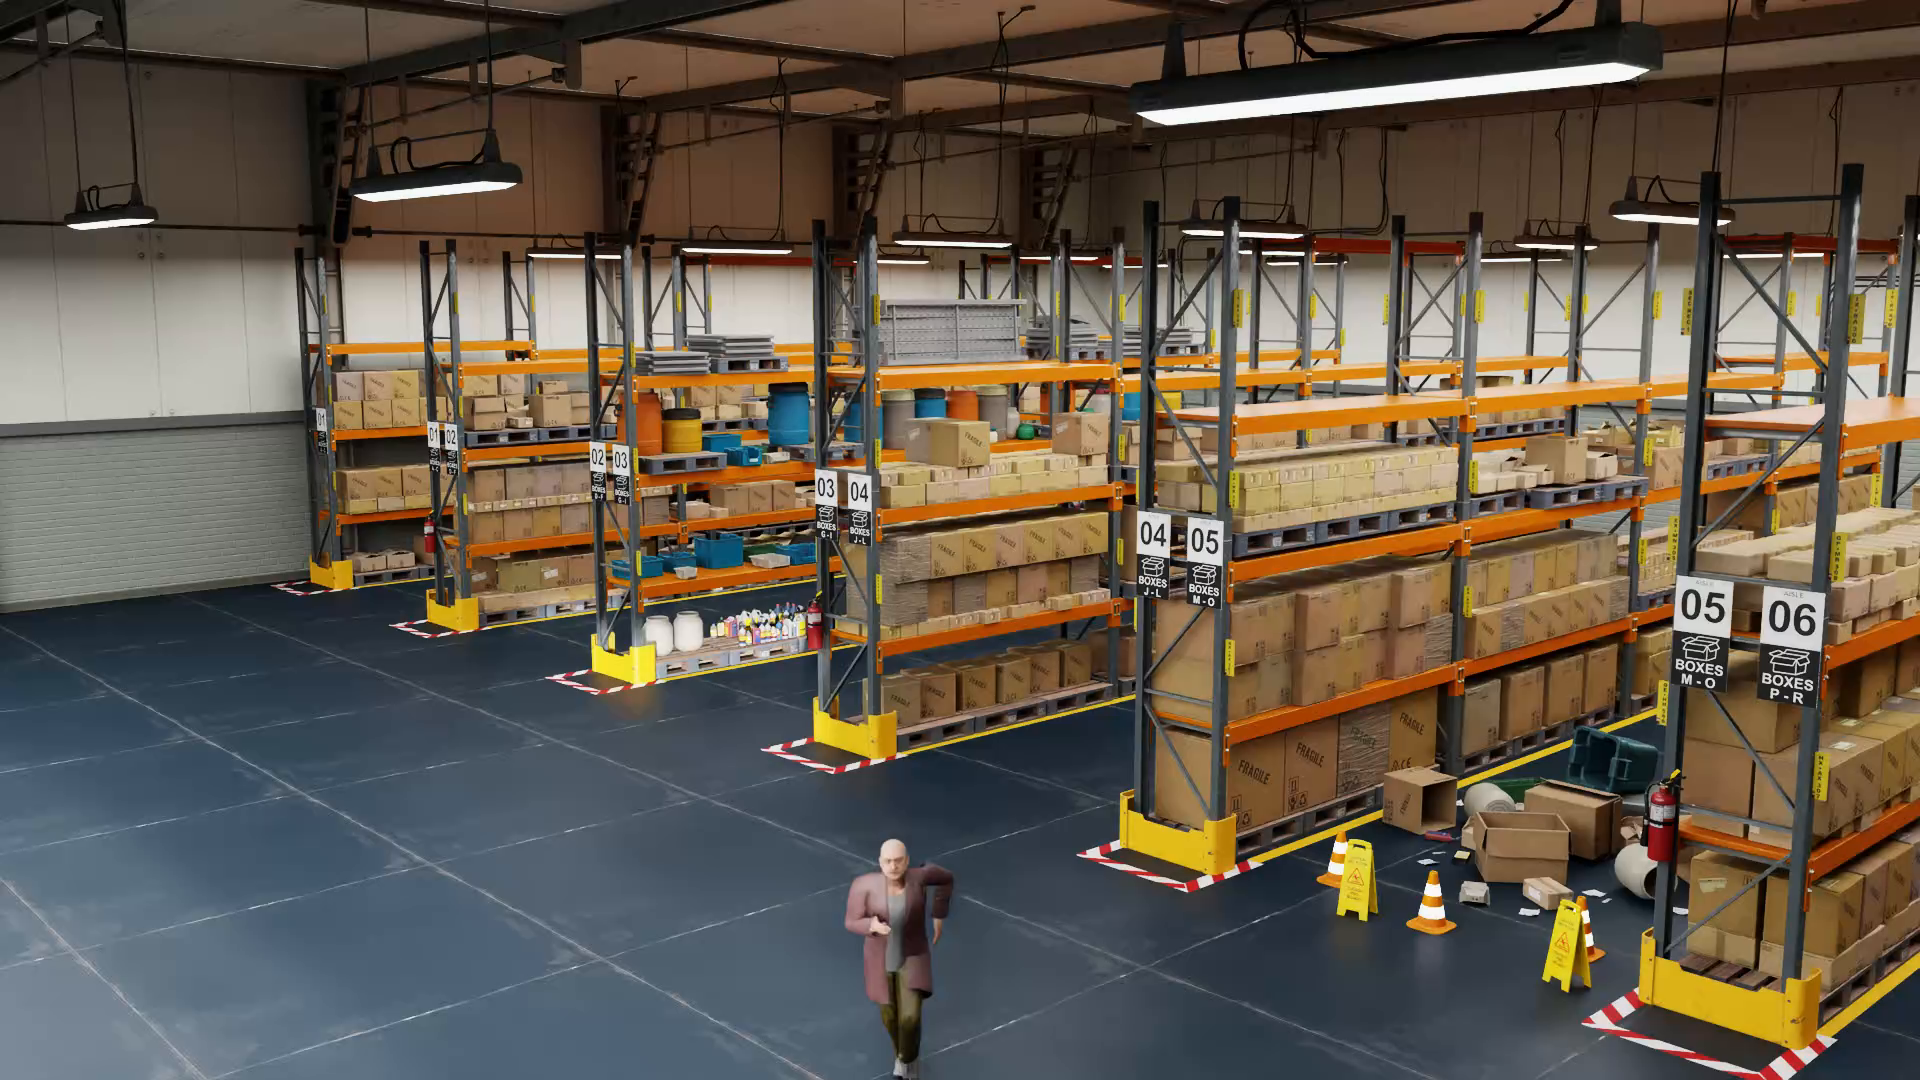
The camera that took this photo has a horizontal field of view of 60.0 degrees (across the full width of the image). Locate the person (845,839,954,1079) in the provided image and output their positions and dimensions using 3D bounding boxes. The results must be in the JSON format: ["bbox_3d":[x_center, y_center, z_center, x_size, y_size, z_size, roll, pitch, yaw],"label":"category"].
[{"bbox_3d":[-0.392,2.731,10.754,0.673,1.727,0.895,1,8,4],"label":"person"}]
